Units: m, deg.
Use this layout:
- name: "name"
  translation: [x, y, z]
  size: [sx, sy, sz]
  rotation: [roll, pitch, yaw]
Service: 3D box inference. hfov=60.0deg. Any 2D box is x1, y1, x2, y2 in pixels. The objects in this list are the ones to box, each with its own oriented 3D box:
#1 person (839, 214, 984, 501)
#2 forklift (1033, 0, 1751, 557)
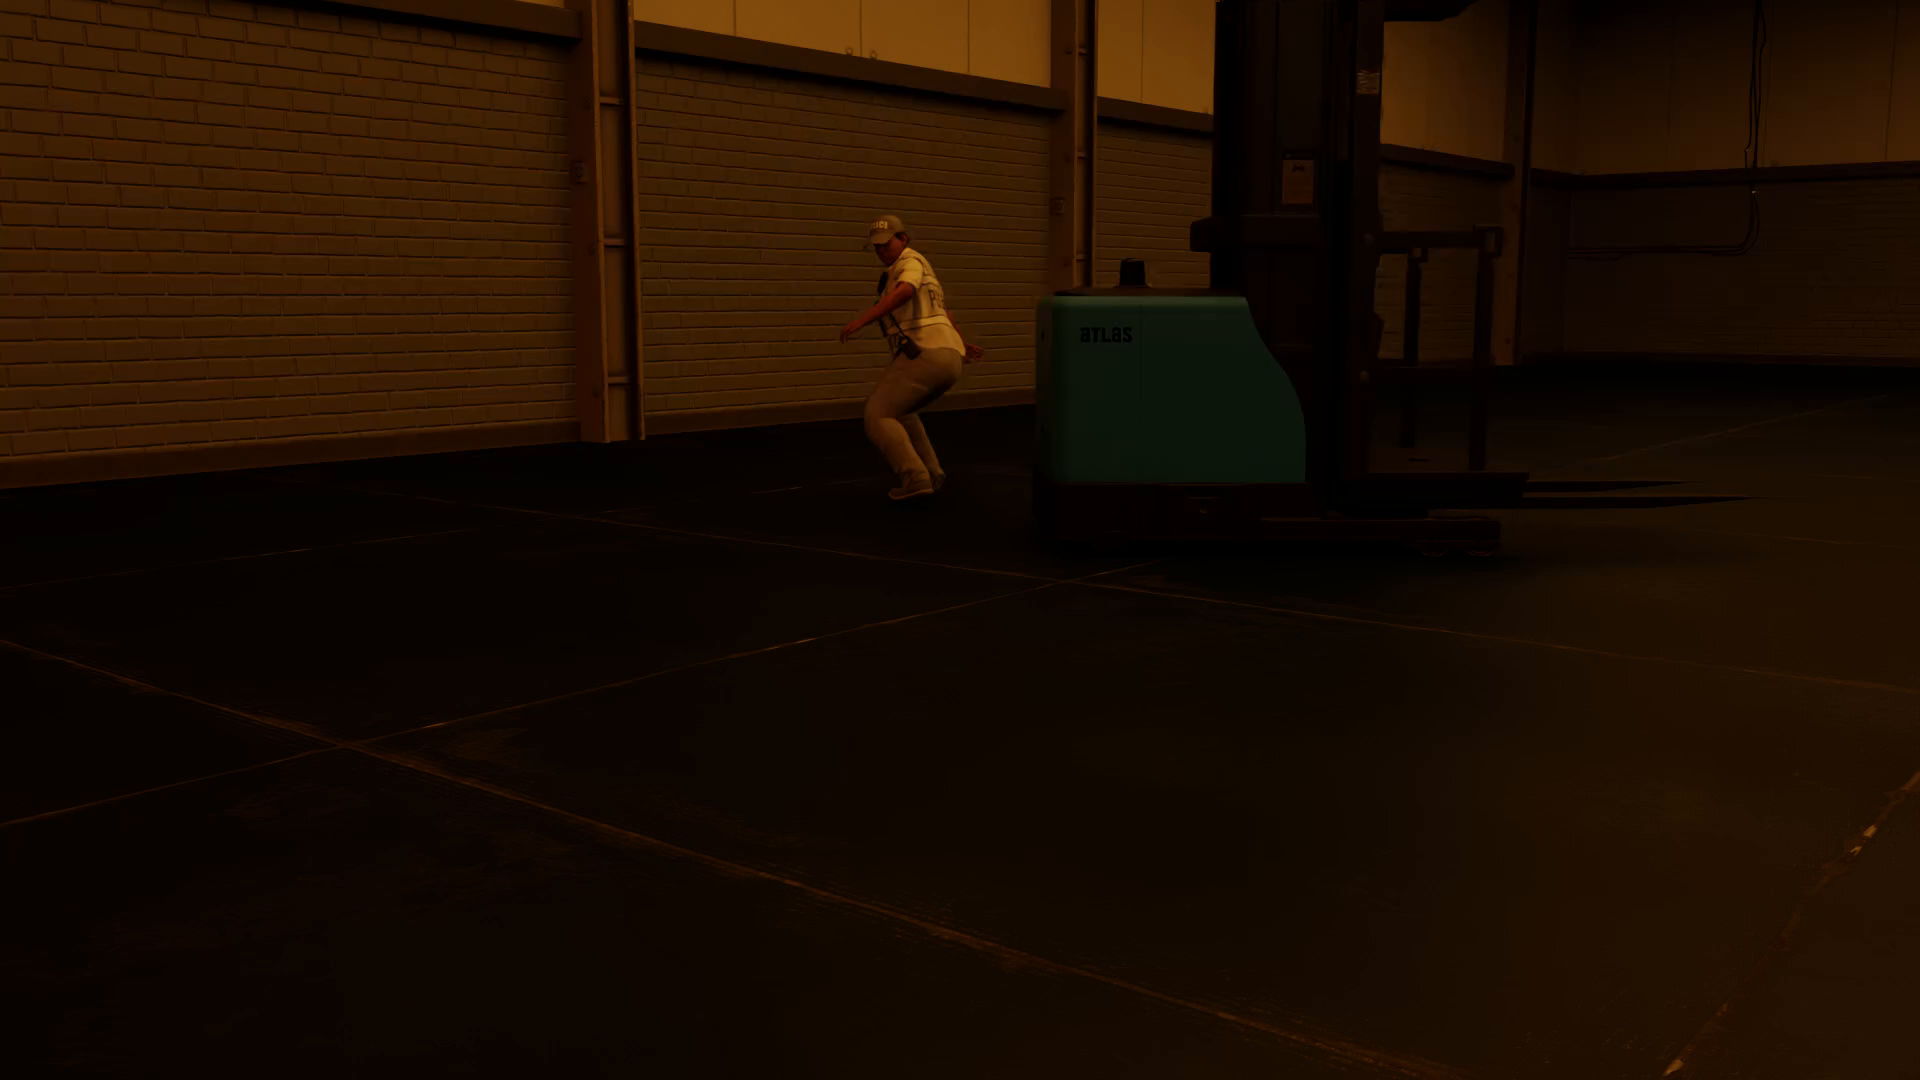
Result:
- name: "person"
  translation: [-0.237, -0.908, 8.830]
  size: [0.547, 1.610, 0.980]
  rotation: [2, 9, 15]
- name: "forklift"
  translation: [1.866, -1.455, 7.224]
  size: [3.031, 2.935, 1.130]
  rotation: [0, 8, -1]
